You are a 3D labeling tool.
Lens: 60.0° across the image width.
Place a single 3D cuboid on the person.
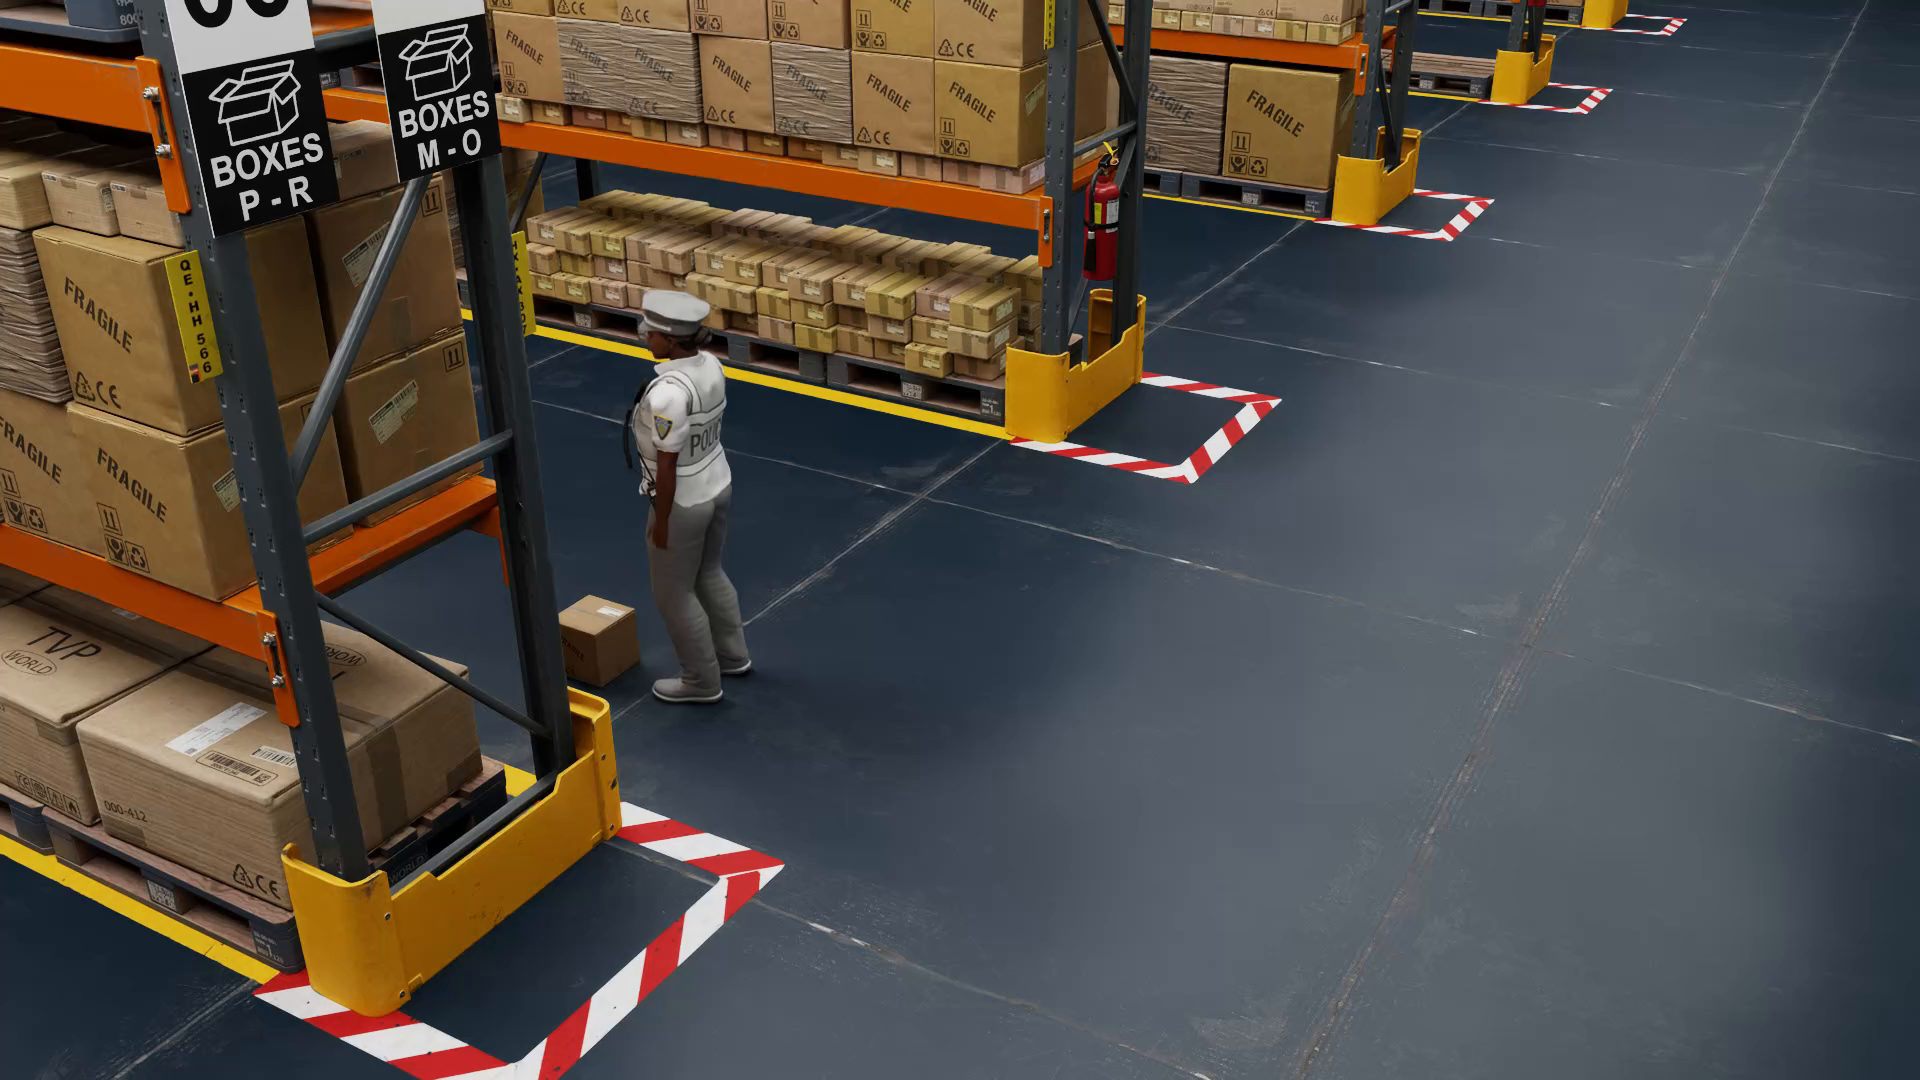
[{"bbox_3d":[-1.064,-0.142,6.419,0.342,1.680,0.437,7,28,14],"label":"person"}]
